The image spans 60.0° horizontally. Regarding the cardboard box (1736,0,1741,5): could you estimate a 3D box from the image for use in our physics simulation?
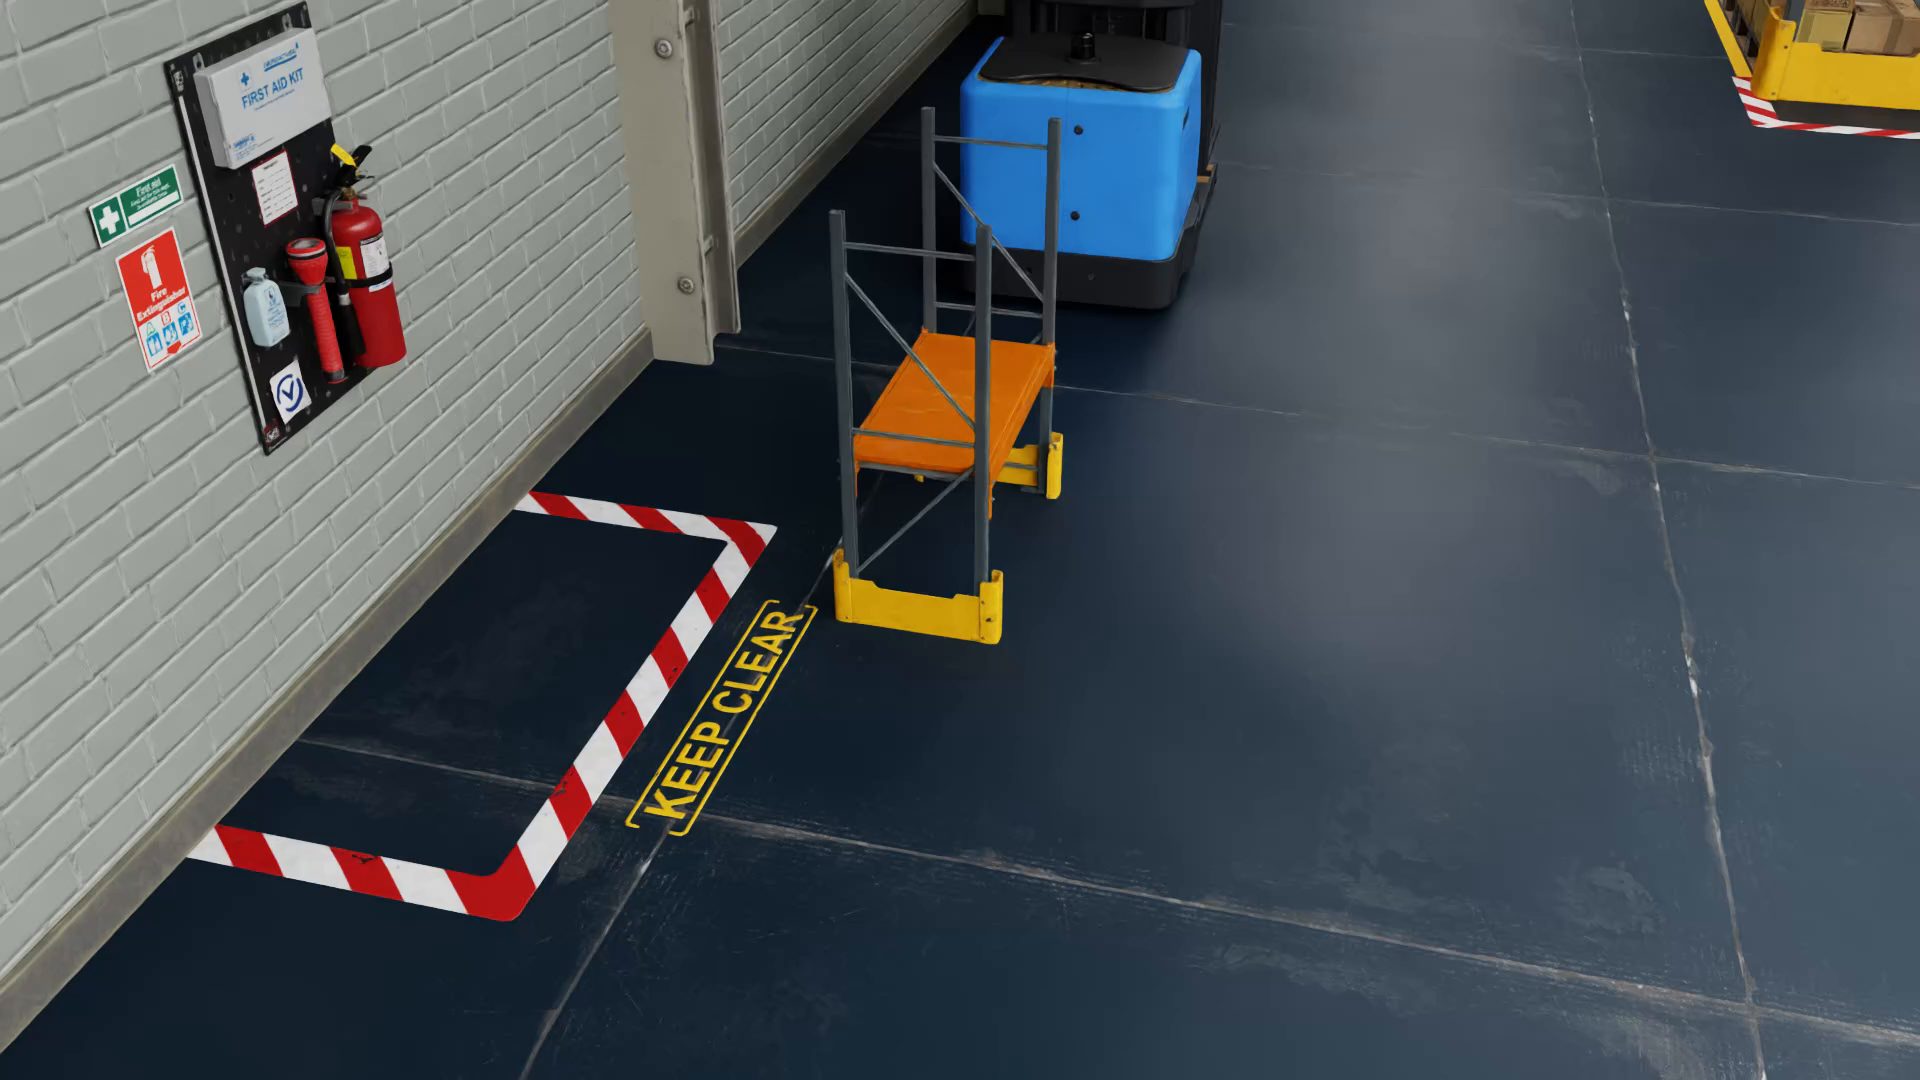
[{"bbox_3d":[5.840,-3.992,11.905,0.500,0.250,0.500,8,33,12],"label":"cardboard box"}]

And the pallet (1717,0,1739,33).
[{"bbox_3d":[6.215,-3.993,12.334,1.003,0.211,1.213,8,33,12],"label":"pallet"}]

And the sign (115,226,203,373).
[{"bbox_3d":[-2.129,-0.641,4.428,0.001,0.329,0.234,8,33,12],"label":"sign"}]

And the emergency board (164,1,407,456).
[{"bbox_3d":[-1.889,-0.898,4.867,0.194,1.169,0.643,8,33,12],"label":"emergency board"}]

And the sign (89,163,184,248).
[{"bbox_3d":[-2.119,-0.865,4.288,0.001,0.109,0.331,8,33,12],"label":"sign"}]

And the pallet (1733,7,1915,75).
[{"bbox_3d":[5.903,-3.361,11.341,1.003,0.211,1.213,8,33,12],"label":"pallet"}]

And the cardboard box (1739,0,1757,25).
[{"bbox_3d":[5.715,-3.732,11.496,0.500,0.250,0.500,8,33,12],"label":"cardboard box"}]

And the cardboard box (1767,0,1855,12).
[{"bbox_3d":[5.598,-3.788,10.885,0.500,0.500,0.500,8,33,12],"label":"cardboard box"}]

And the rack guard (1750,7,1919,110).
[{"bbox_3d":[5.743,-3.068,10.611,1.175,0.500,0.348,8,33,12],"label":"rack guard"}]

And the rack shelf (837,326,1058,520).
[{"bbox_3d":[-0.022,-0.437,5.874,0.538,0.185,1.000,8,33,12],"label":"rack shelf"}]

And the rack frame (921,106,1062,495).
[{"bbox_3d":[0.107,-0.852,6.193,0.500,1.500,0.032,8,33,12],"label":"rack frame"}]

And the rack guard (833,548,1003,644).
[{"bbox_3d":[-0.146,0.192,5.714,0.587,0.250,0.087,8,33,12],"label":"rack guard"}]

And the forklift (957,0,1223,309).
[{"bbox_3d":[0.822,-3.104,8.401,1.130,2.935,3.031,7,33,11],"label":"forklift"}]

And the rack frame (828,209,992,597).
[{"bbox_3d":[-0.151,-0.325,5.363,0.500,1.500,0.032,8,33,12],"label":"rack frame"}]

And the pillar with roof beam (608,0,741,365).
[{"bbox_3d":[2.939,-4.121,4.345,9.100,9.000,0.400,8,33,12],"label":"pillar with roof beam"}]

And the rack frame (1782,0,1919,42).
[{"bbox_3d":[5.750,-4.136,9.959,1.000,3.000,0.127,8,33,12],"label":"rack frame"}]

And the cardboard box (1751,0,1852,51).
[{"bbox_3d":[5.600,-3.471,11.086,0.500,0.250,0.500,8,33,12],"label":"cardboard box"}]

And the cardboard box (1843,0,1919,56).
[{"bbox_3d":[6.101,-3.401,10.975,0.500,0.250,0.500,8,33,12],"label":"cardboard box"}]

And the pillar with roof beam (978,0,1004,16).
[{"bbox_3d":[4.462,-7.235,9.243,9.100,9.000,0.400,8,33,12],"label":"pillar with roof beam"}]

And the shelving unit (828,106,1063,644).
[{"bbox_3d":[-0.019,-0.593,5.785,0.587,1.500,1.083,8,33,12],"label":"shelving unit"}]

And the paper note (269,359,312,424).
[{"bbox_3d":[-2.000,-0.444,4.974,0.016,0.148,0.142,8,33,12],"label":"paper note"}]

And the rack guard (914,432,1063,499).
[{"bbox_3d":[0.107,-0.324,6.527,0.587,0.250,0.087,8,33,12],"label":"rack guard"}]
